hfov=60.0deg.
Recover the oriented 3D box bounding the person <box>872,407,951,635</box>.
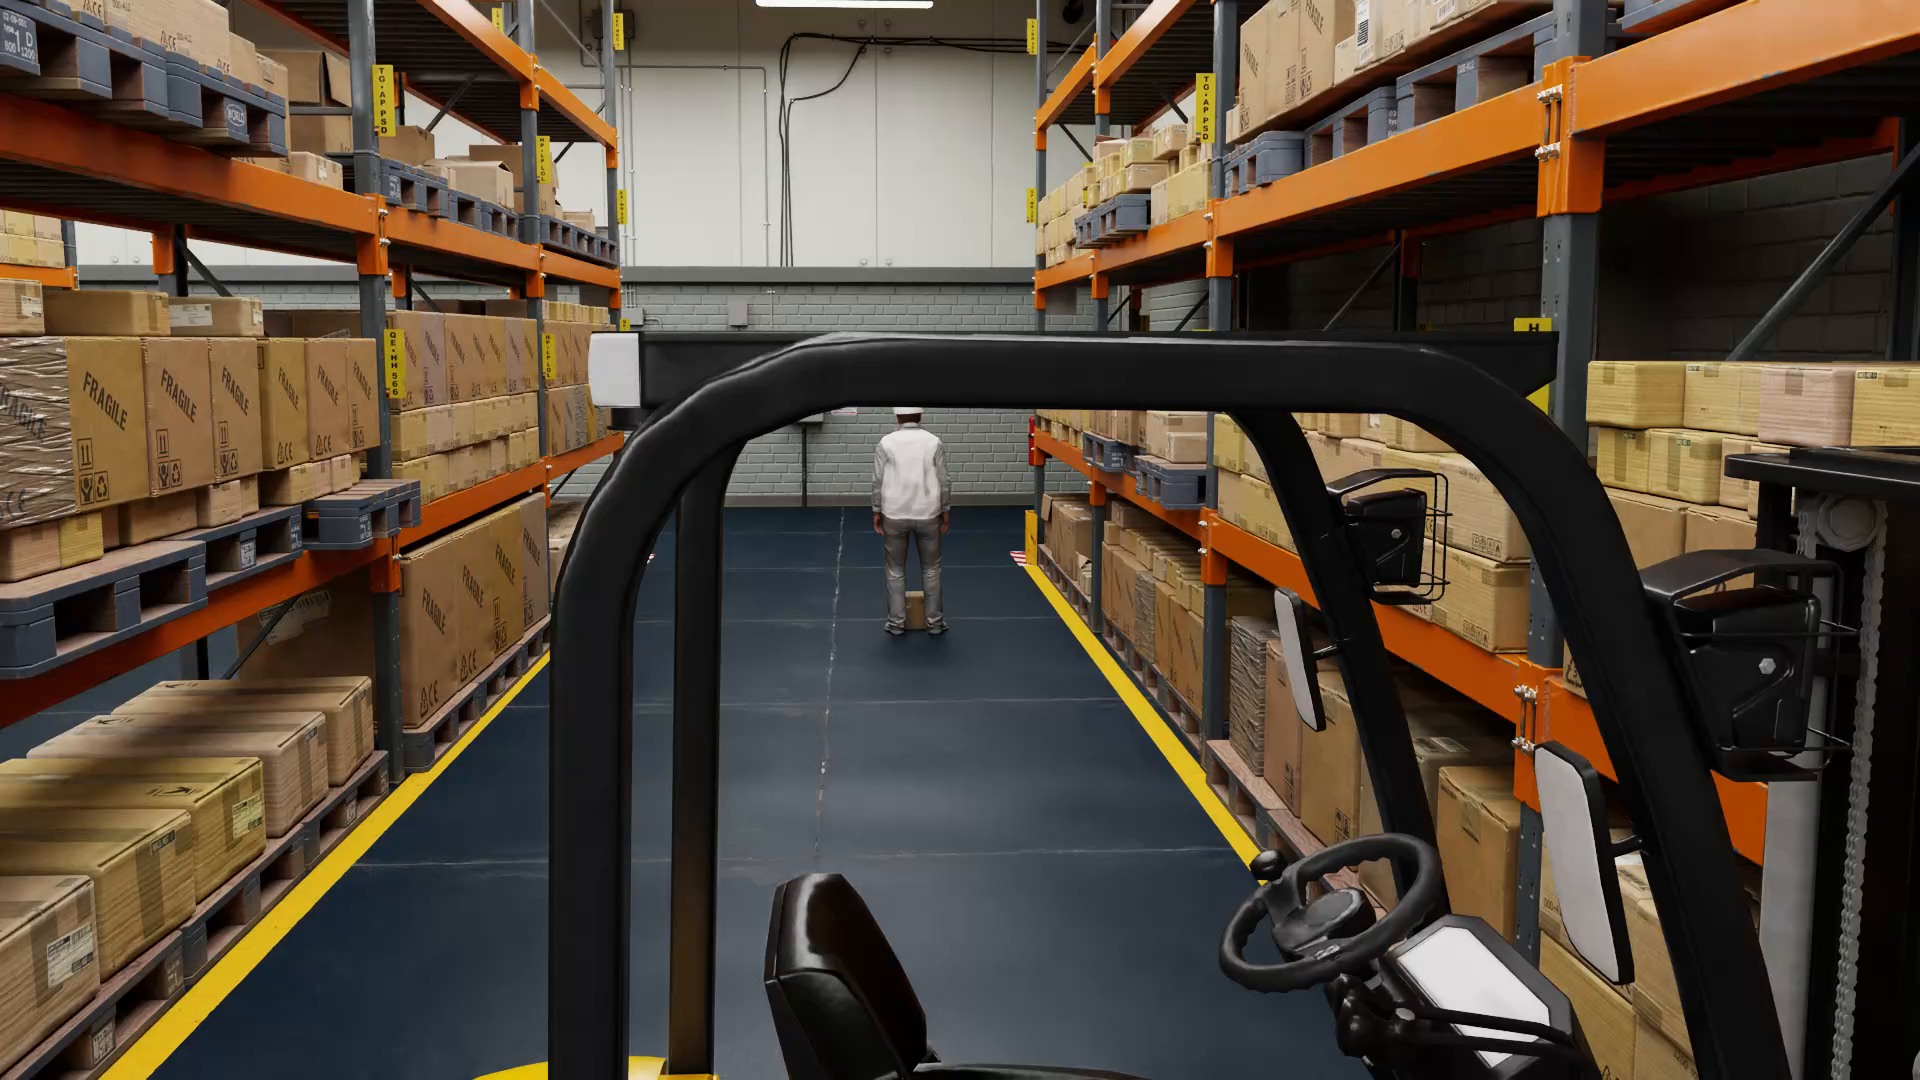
[{"bbox_3d":[-0.358,-0.193,12.244,0.581,1.772,0.460,0,7,-3],"label":"person"}]
